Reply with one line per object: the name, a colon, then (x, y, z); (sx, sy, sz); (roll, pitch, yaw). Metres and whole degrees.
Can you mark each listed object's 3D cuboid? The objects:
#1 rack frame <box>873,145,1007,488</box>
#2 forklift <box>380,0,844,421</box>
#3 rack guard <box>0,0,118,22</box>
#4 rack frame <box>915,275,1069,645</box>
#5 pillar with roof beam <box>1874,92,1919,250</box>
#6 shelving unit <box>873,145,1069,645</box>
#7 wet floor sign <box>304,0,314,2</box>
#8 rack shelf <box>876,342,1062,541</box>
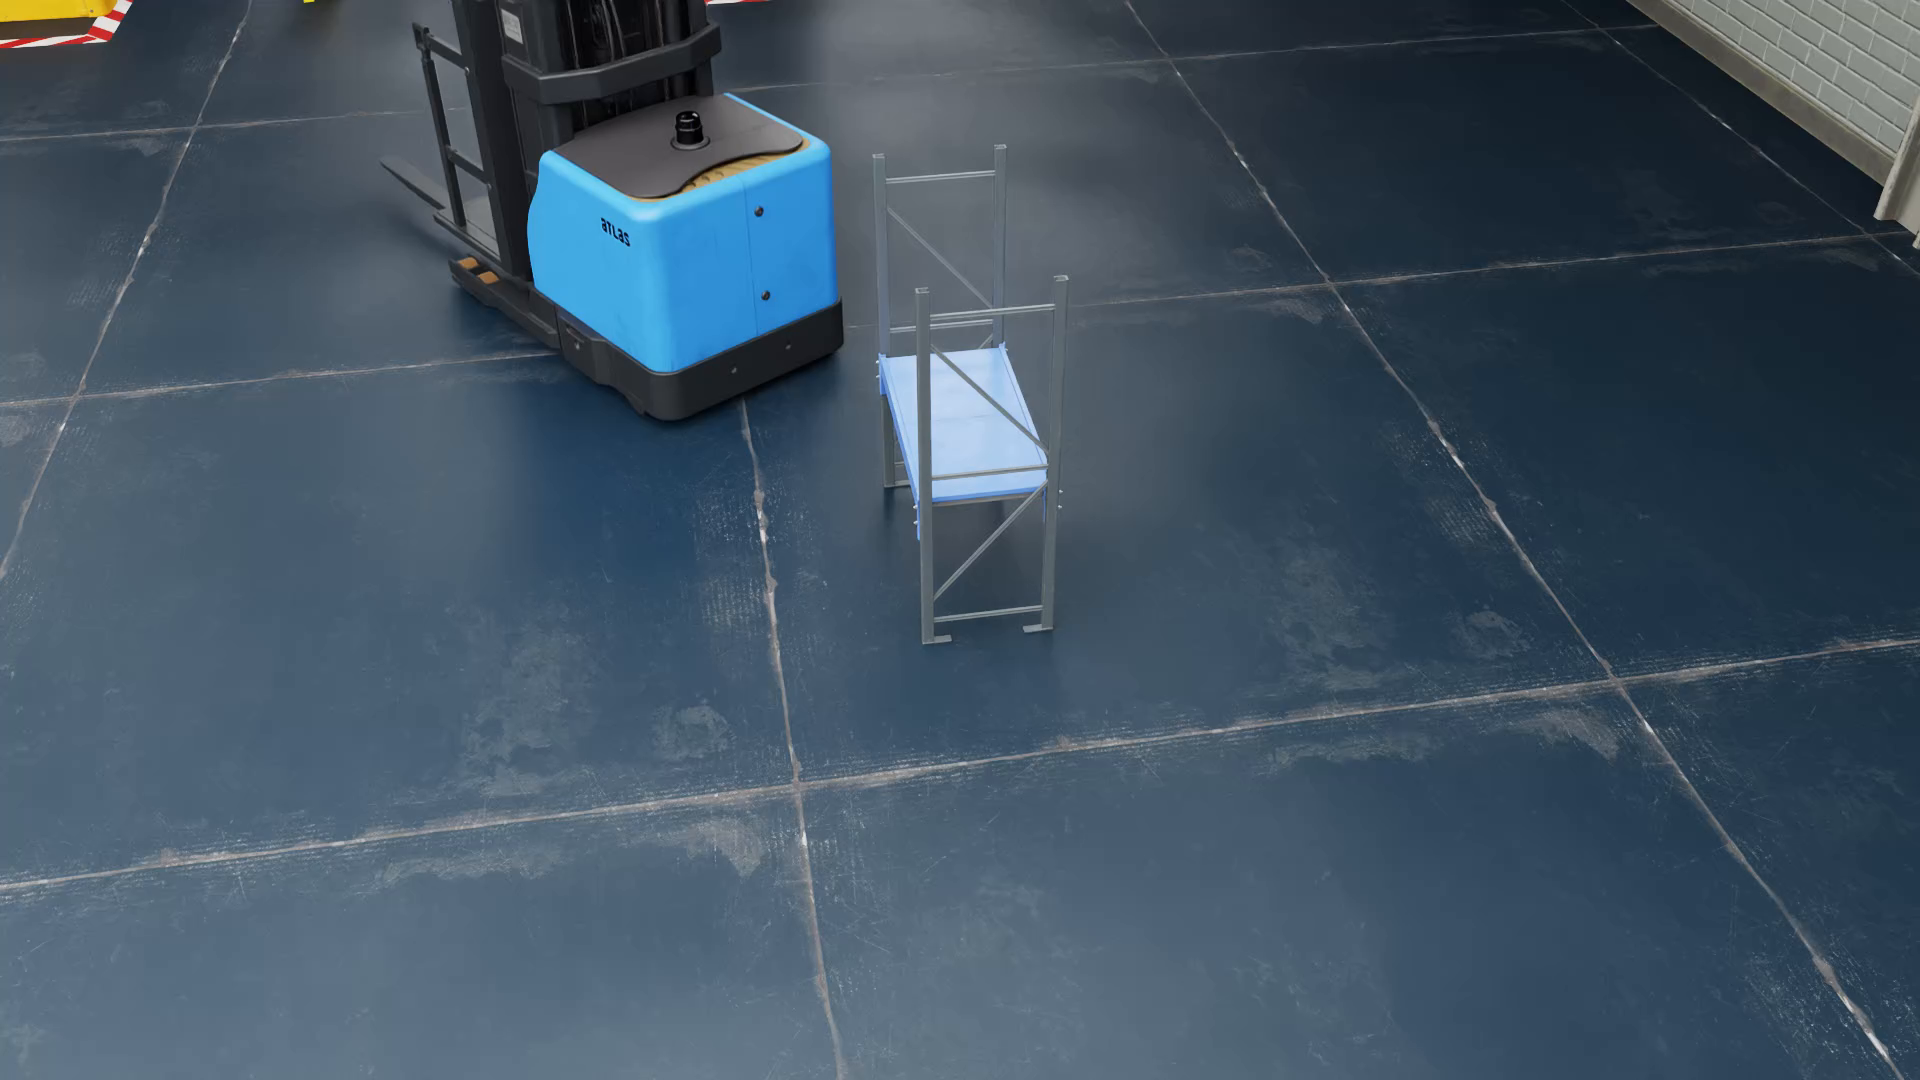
rack frame: (-0.074, -0.848, 6.619); (0.500, 1.500, 0.032); (-6, 38, -8)
forklift: (-1.904, -2.504, 7.584); (1.130, 2.935, 3.031); (-29, 46, -32)
rack guard: (-6.421, -3.816, 11.254); (1.175, 0.500, 0.348); (-6, 38, -8)
rack frame: (0.104, -0.234, 5.828); (0.500, 1.500, 0.032); (-6, 38, -8)
pillar with roof beam: (0.896, -4.746, 5.524); (9.100, 9.000, 0.400); (-6, 38, -8)
shelving unit: (0.015, -0.541, 6.224); (0.538, 1.500, 1.048); (-6, 38, -8)
wet floor sign: (-4.471, -4.083, 11.480); (0.267, 0.644, 0.232); (-13, 40, -16)
rack shelf: (0.015, -0.399, 6.334); (0.538, 0.185, 1.000); (-6, 38, -8)
